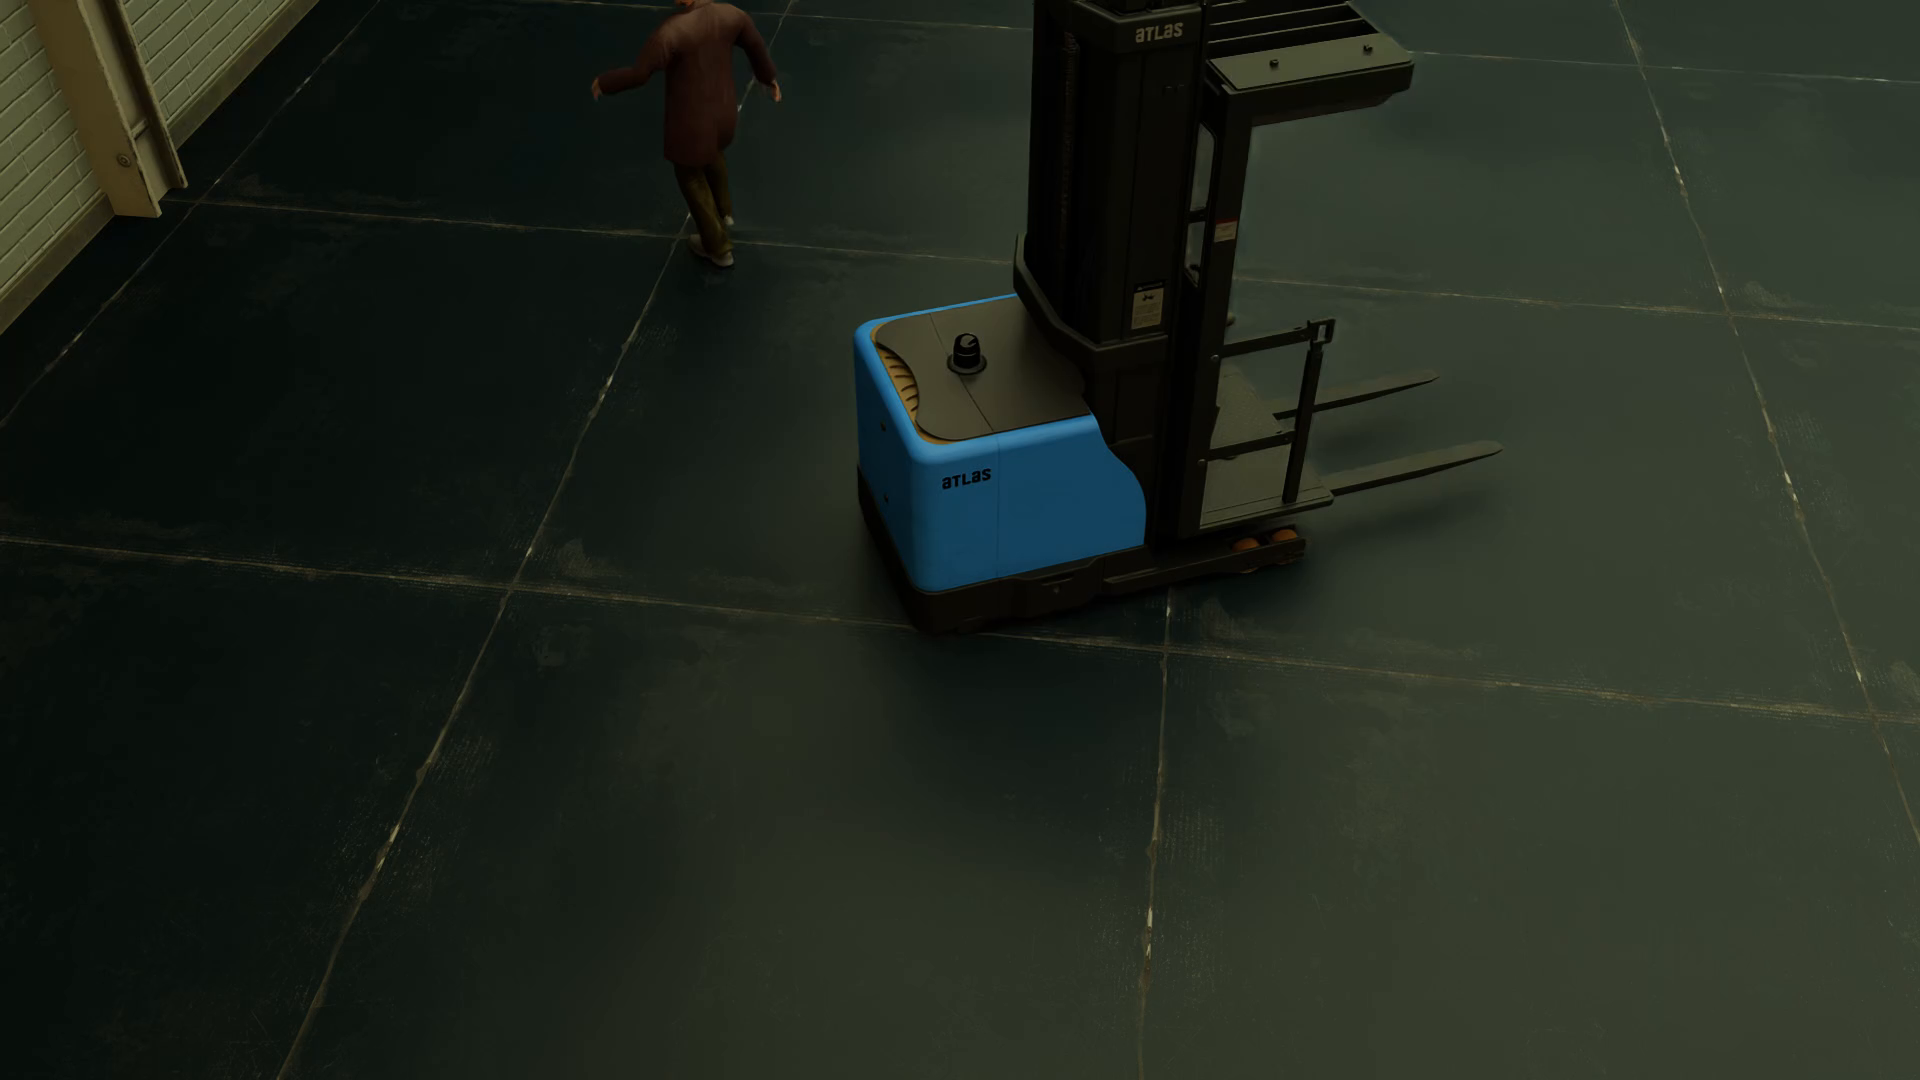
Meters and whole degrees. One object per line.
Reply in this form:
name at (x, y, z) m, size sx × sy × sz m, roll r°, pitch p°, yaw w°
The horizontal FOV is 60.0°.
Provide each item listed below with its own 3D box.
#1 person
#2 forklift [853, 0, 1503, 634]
person at (-1.469, -2.392, 9.243) m, size 1.025 × 1.808 × 0.640 m, roll -28°, pitch 50°, yaw -27°
forklift at (1.089, -1.253, 7.088) m, size 3.031 × 2.935 × 1.130 m, roll -13°, pitch 44°, yaw -13°
